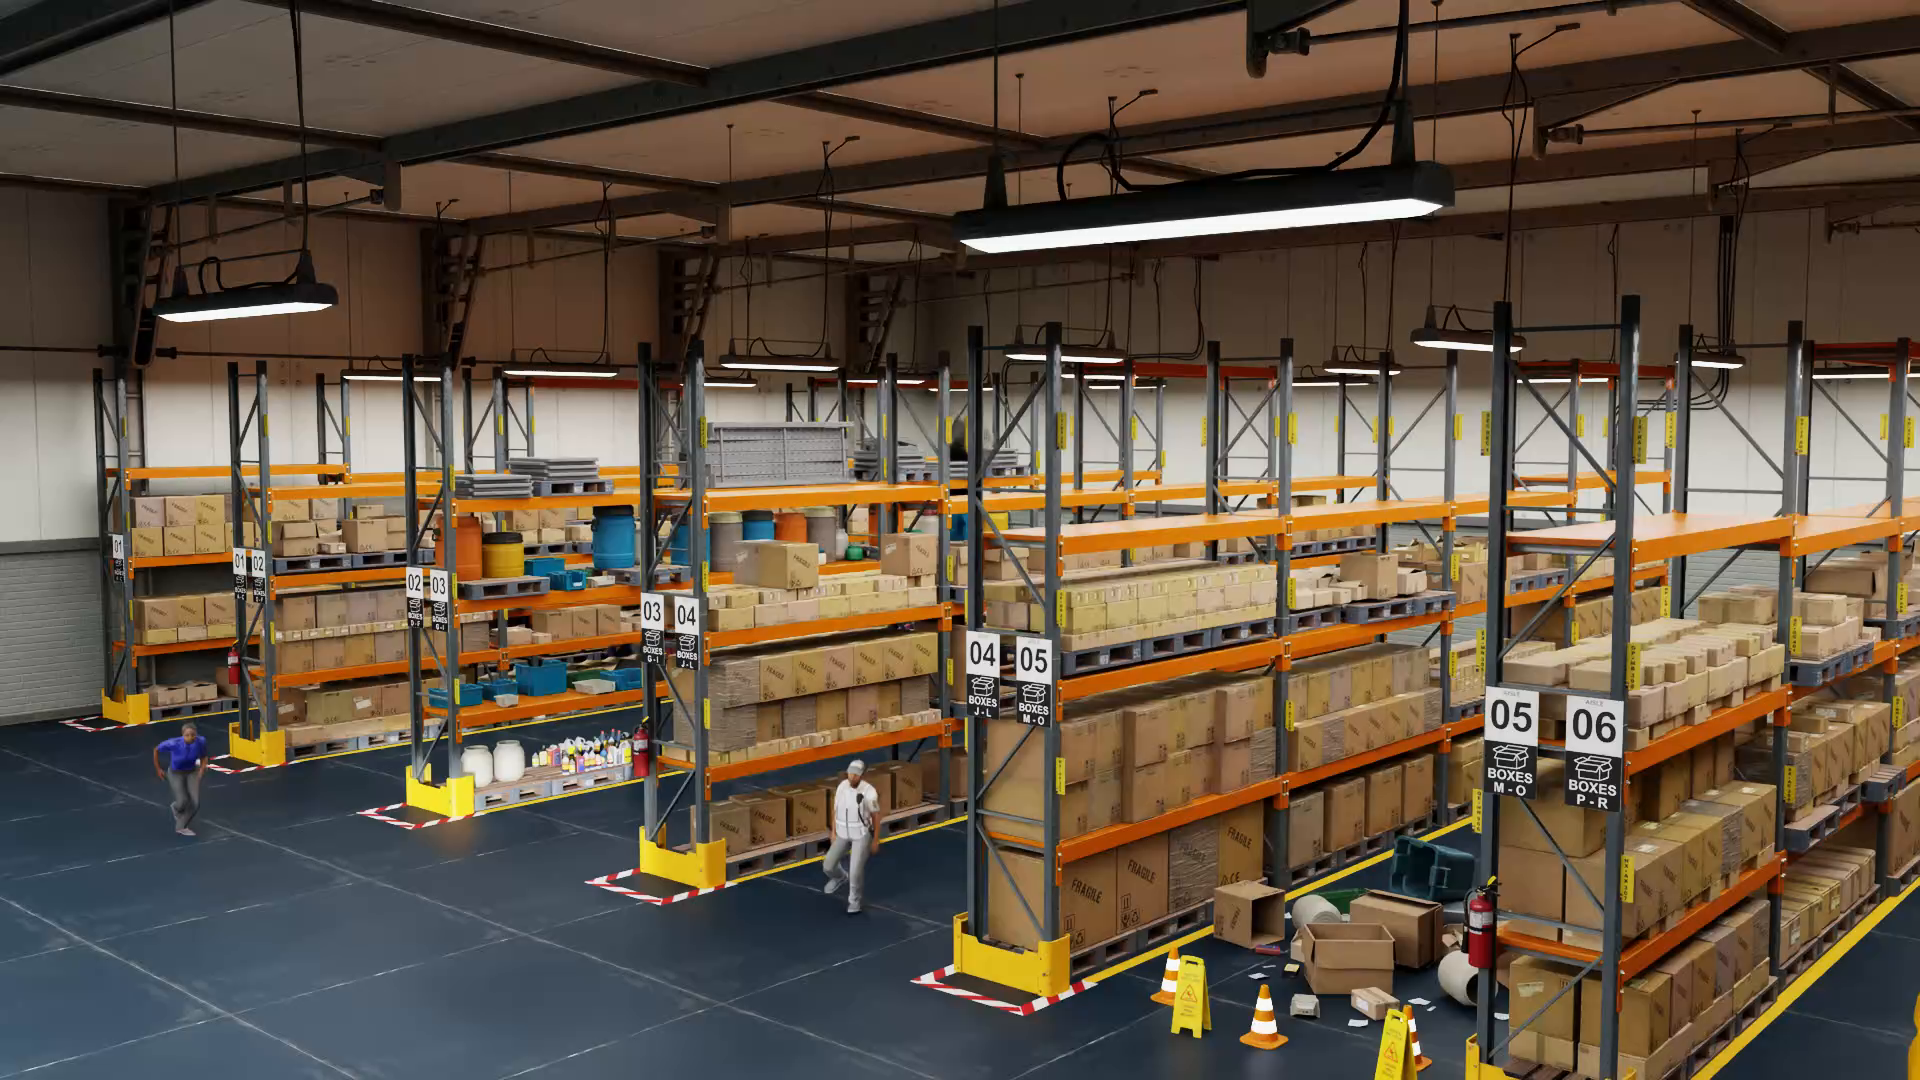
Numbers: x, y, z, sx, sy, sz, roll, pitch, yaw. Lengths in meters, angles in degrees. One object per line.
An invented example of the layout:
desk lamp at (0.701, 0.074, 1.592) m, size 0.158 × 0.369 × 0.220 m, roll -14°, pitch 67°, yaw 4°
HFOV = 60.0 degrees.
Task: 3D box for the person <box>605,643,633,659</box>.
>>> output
person at (-6.547, 2.077, 32.095) m, size 0.681 × 1.504 × 0.802 m, roll 1°, pitch 4°, yaw 17°

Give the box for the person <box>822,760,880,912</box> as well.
person at (-1.163, 3.069, 17.478) m, size 0.758 × 1.598 × 0.579 m, roll 2°, pitch 5°, yaw 24°

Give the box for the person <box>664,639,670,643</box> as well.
person at (-5.850, 1.793, 34.514) m, size 0.558 × 1.688 × 0.703 m, roll 3°, pitch 5°, yaw 32°

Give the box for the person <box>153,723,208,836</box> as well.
person at (-9.585, 2.940, 20.454) m, size 0.591 × 1.470 × 0.788 m, roll -4°, pitch 6°, yaw -40°
